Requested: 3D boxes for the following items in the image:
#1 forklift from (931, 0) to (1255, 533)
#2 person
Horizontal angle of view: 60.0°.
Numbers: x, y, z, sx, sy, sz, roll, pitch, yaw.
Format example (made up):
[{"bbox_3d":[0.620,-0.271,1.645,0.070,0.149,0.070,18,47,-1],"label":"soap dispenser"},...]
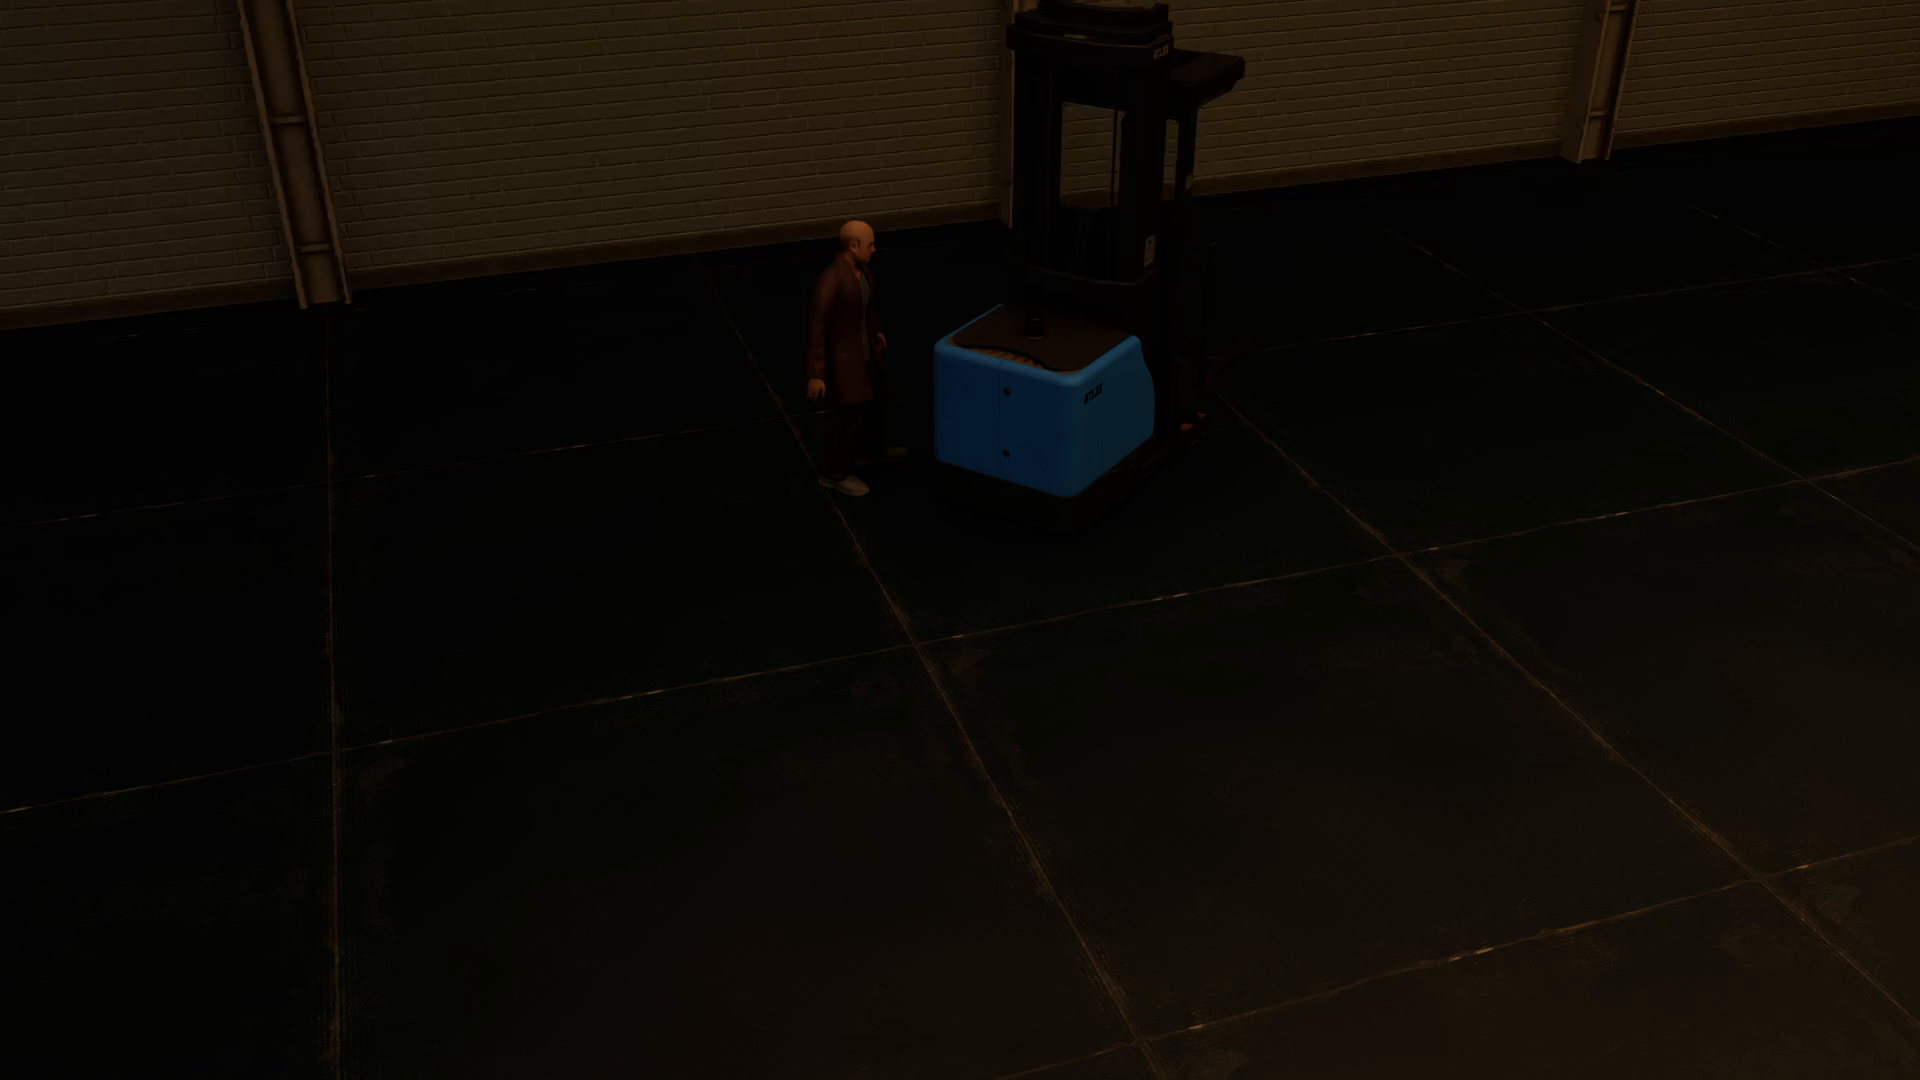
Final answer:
[{"bbox_3d":[1.049,-2.001,10.565,1.130,2.935,3.031,18,34,28],"label":"forklift"},{"bbox_3d":[-0.669,-1.136,10.252,0.422,1.751,0.878,10,31,17],"label":"person"}]
